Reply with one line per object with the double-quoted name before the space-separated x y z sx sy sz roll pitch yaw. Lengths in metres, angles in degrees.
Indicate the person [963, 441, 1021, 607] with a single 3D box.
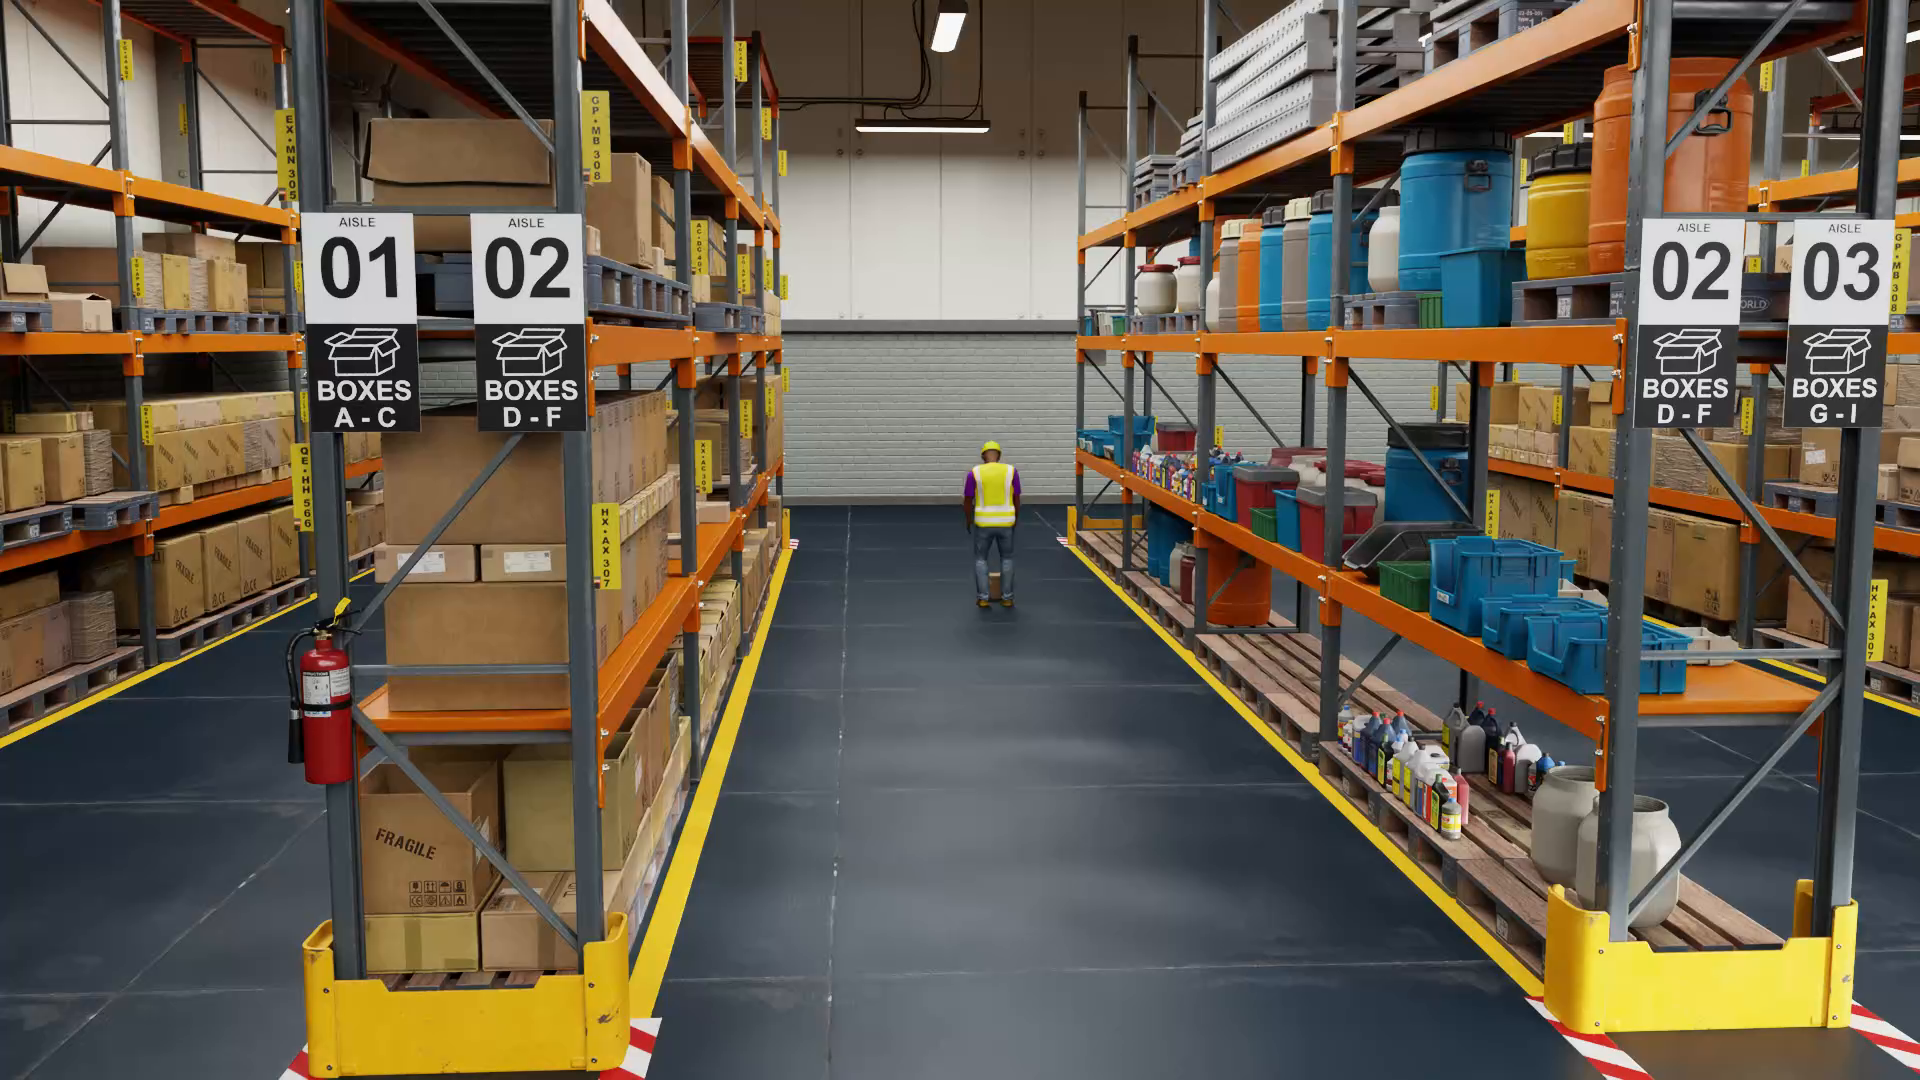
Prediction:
"person" 0.333 -0.168 17.311 0.595 1.707 0.472 0 7 -2
